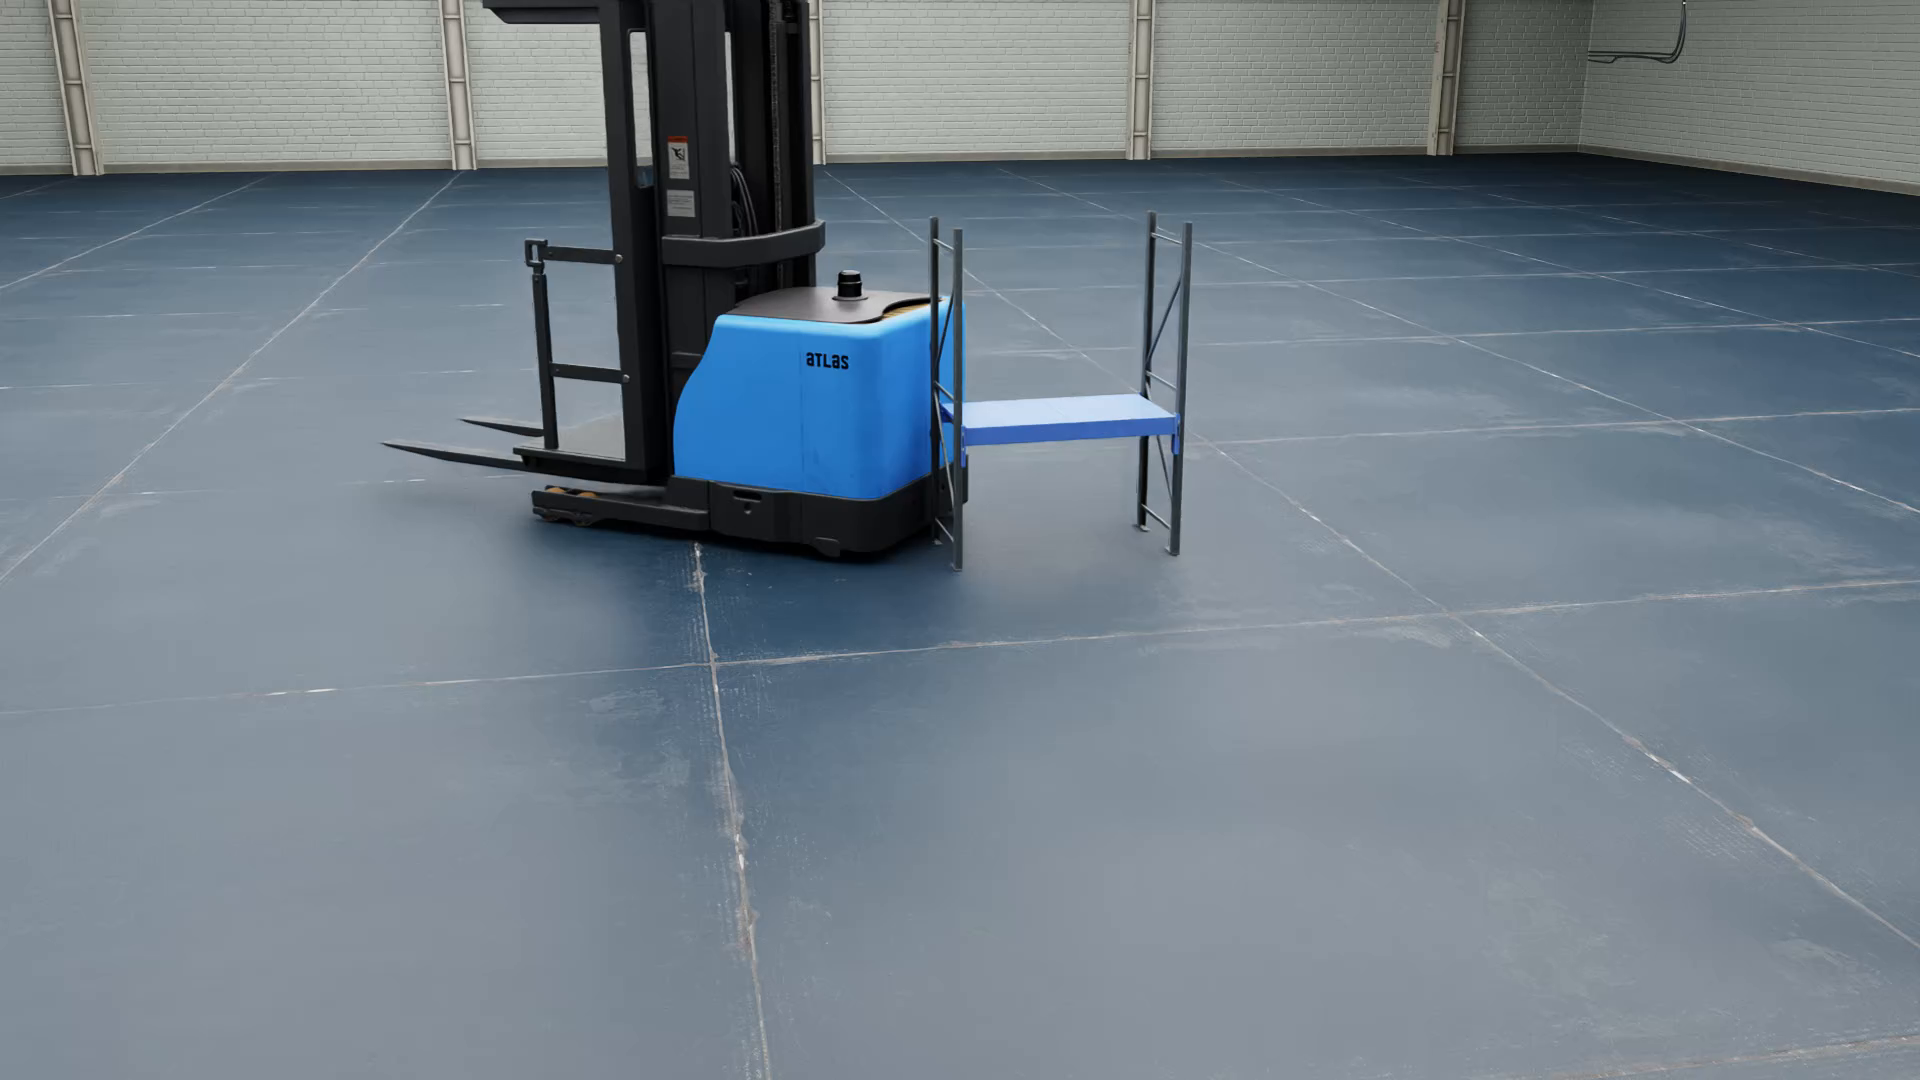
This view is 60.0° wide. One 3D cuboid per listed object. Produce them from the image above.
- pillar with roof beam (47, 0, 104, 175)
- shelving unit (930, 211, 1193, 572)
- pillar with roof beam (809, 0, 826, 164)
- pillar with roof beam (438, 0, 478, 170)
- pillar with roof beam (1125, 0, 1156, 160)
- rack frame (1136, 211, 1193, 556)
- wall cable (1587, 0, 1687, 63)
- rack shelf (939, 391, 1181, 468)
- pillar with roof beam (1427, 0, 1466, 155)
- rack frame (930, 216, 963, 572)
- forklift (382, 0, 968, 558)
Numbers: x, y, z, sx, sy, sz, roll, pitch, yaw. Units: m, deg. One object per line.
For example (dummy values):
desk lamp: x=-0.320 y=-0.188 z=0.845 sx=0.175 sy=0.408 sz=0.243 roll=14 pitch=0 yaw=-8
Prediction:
pillar with roof beam: x=-13.569 y=-9.101 z=22.116 sx=0.400 sy=9.000 sz=9.100 roll=-3 pitch=17 yaw=-10
shelving unit: x=0.432 y=-0.682 z=7.477 sx=1.048 sy=1.500 sz=0.538 roll=-4 pitch=18 yaw=-13
pillar with roof beam: x=-1.787 y=-9.769 z=24.292 sx=0.400 sy=9.000 sz=9.100 roll=-3 pitch=17 yaw=-10
pillar with roof beam: x=-7.678 y=-9.435 z=23.204 sx=0.400 sy=9.000 sz=9.100 roll=-3 pitch=17 yaw=-10
pillar with roof beam: x=4.104 y=-10.103 z=25.380 sx=0.400 sy=9.000 sz=9.100 roll=-3 pitch=17 yaw=-10
rack frame: x=0.927 y=-0.716 z=7.590 sx=0.032 sy=1.500 sz=0.500 roll=-4 pitch=18 yaw=-13
wall cable: x=12.322 y=-9.977 z=30.258 sx=0.112 sy=2.526 sz=3.097 roll=-3 pitch=17 yaw=-10
rack shelf: x=0.432 y=-0.510 z=7.529 sx=1.000 sy=0.185 sz=0.538 roll=-4 pitch=18 yaw=-13
pillar with roof beam: x=9.995 y=-10.438 z=26.468 sx=0.400 sy=9.000 sz=9.100 roll=-3 pitch=17 yaw=-10
rack frame: x=-0.062 y=-0.647 z=7.364 sx=0.032 sy=1.500 sz=0.500 roll=-4 pitch=18 yaw=-13
forklift: x=-1.518 y=-1.595 z=8.014 sx=3.031 sy=2.935 sz=1.130 roll=8 pitch=19 yaw=24
